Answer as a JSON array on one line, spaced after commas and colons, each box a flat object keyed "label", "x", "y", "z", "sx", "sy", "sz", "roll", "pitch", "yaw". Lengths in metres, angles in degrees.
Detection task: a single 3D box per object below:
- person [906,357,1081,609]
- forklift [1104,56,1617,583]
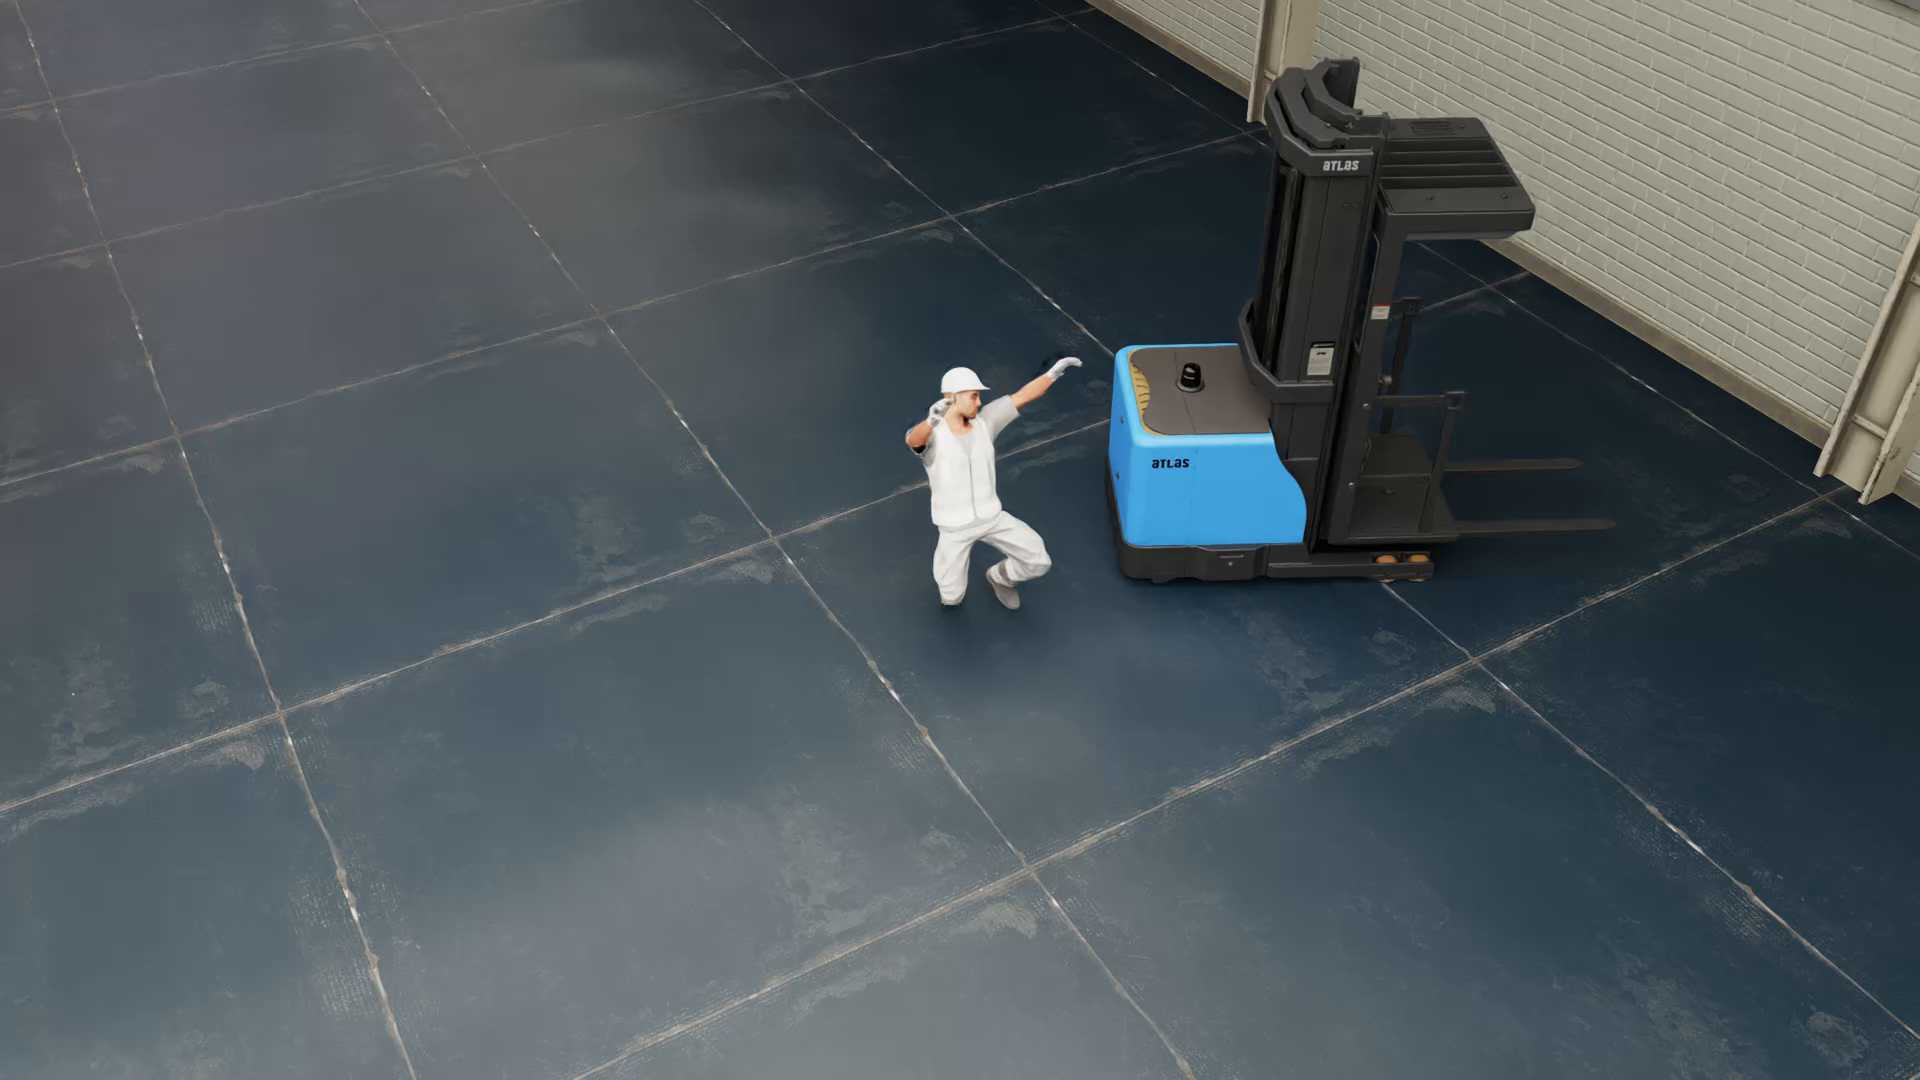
[{"label": "person", "x": 0.198, "y": -0.287, "z": 9.377, "sx": 1.051, "sy": 1.676, "sz": 0.804, "roll": -15, "pitch": 42, "yaw": -17}, {"label": "forklift", "x": 2.456, "y": -1.211, "z": 9.496, "sx": 3.031, "sy": 2.935, "sz": 1.130, "roll": -1, "pitch": 40, "yaw": -2}]
